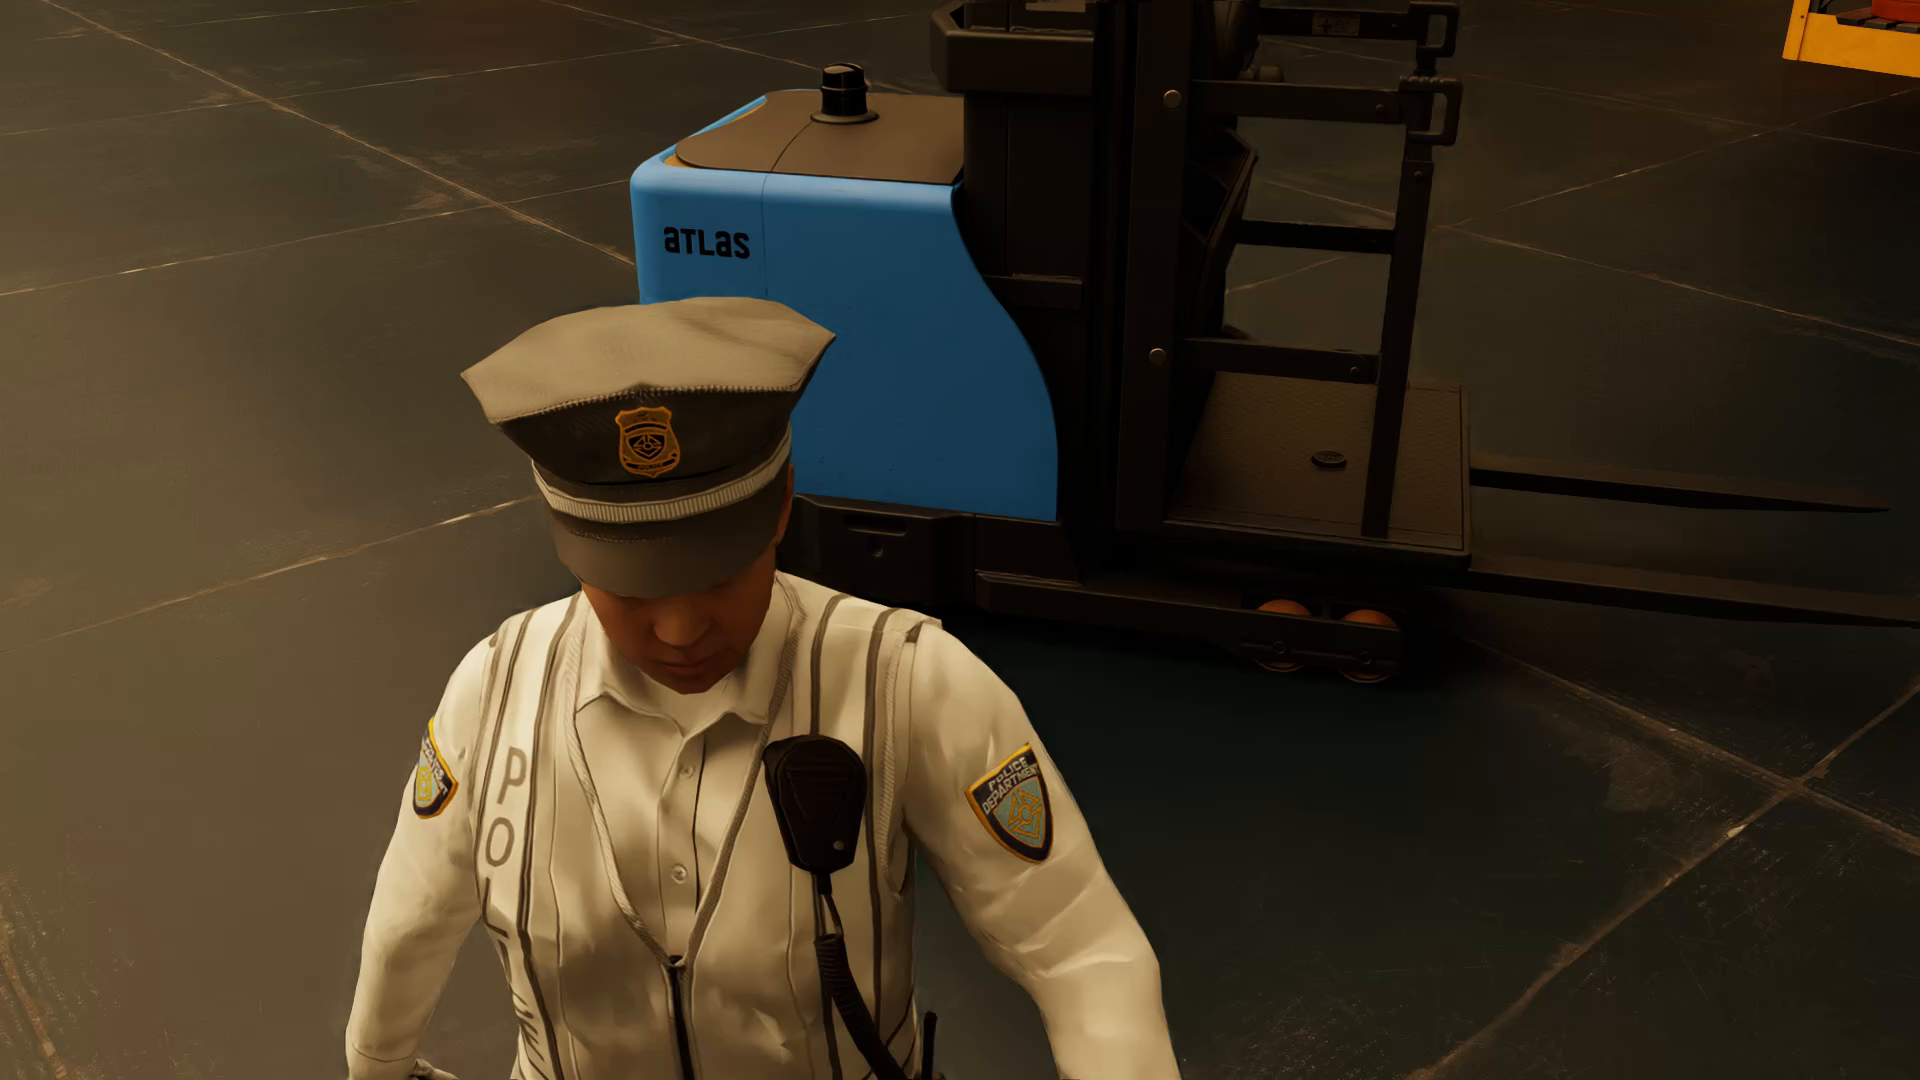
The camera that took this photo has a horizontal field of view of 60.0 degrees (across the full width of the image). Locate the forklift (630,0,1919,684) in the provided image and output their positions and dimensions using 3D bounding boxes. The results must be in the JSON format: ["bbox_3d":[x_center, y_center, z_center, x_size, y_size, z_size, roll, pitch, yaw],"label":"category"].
[{"bbox_3d":[0.793,-1.244,3.711,3.031,2.935,1.130,7,27,13],"label":"forklift"}]

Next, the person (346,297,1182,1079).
[{"bbox_3d":[-0.205,0.581,1.486,0.787,1.652,0.653,0,26,0],"label":"person"}]
